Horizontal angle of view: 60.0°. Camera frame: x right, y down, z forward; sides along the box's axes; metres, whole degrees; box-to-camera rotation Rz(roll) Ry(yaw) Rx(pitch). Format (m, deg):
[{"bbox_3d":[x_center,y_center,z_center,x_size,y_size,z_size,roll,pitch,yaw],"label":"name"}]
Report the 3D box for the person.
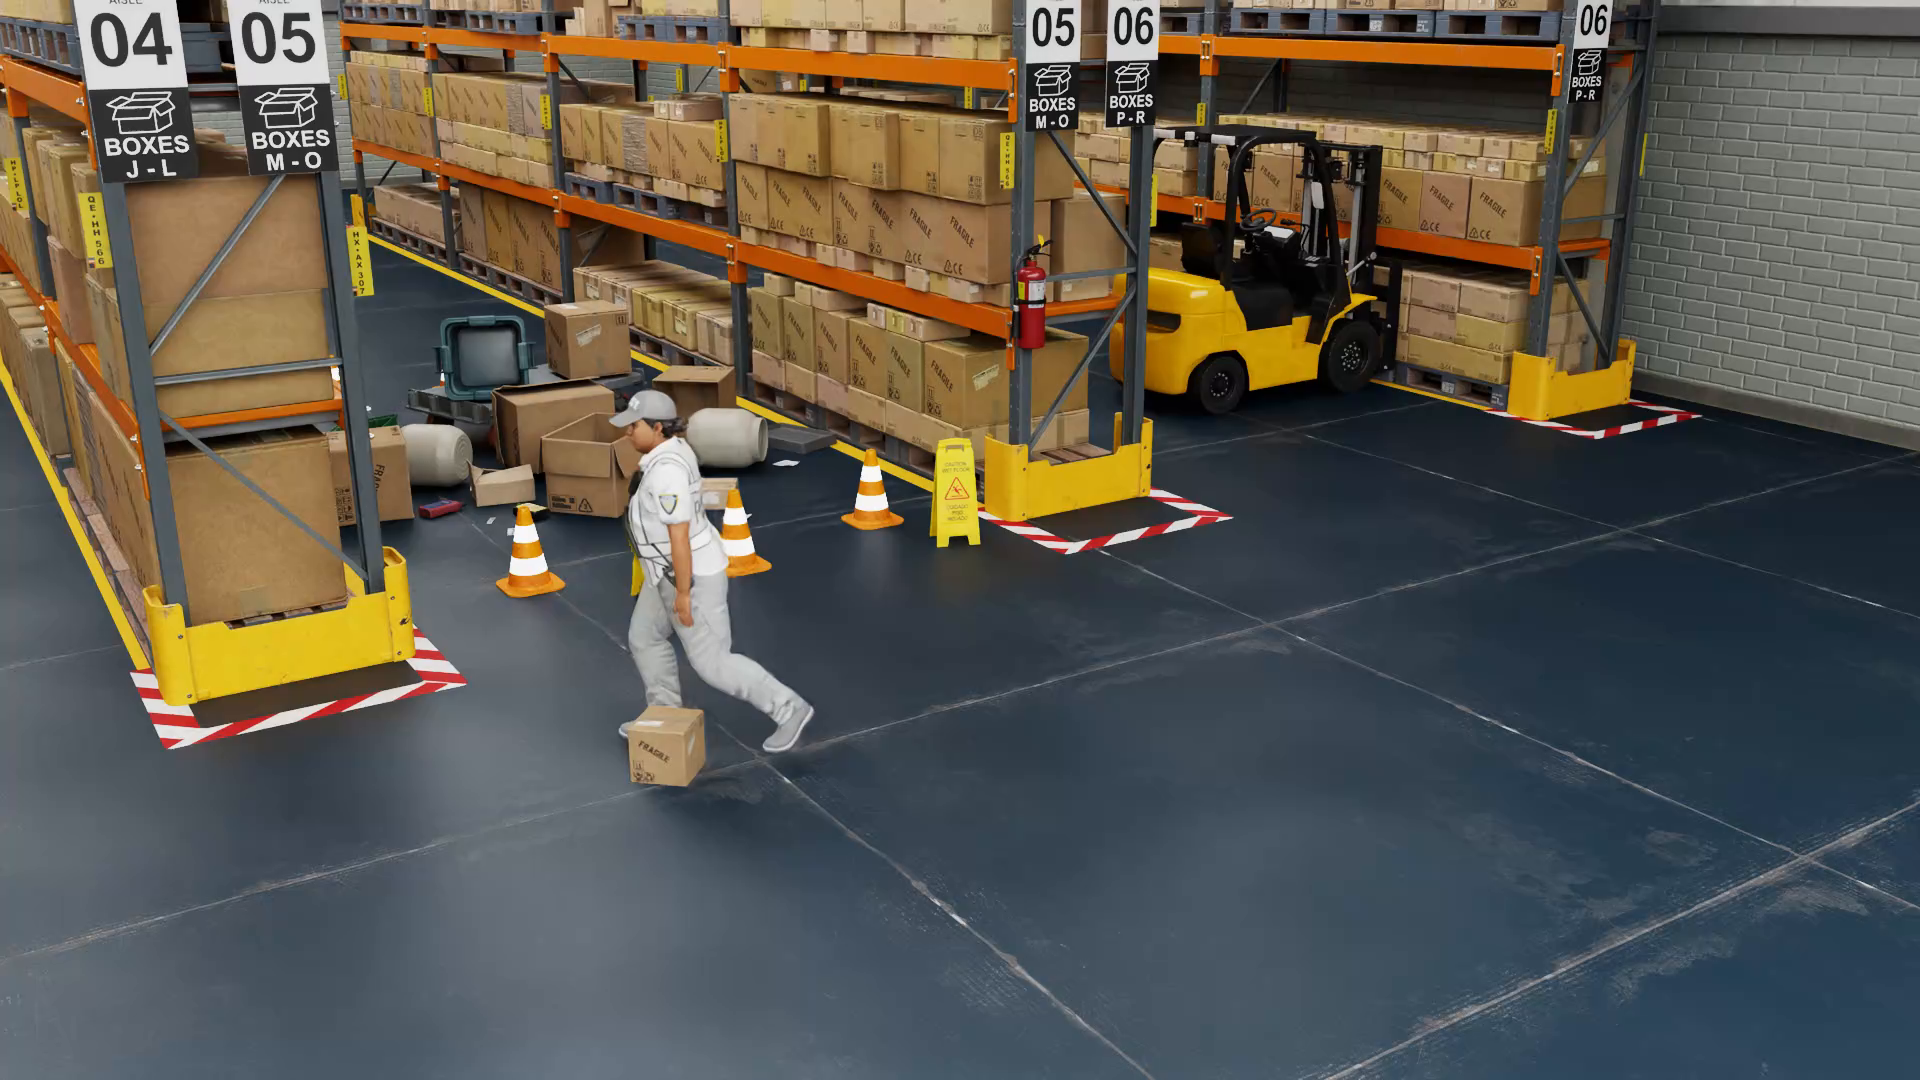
[{"bbox_3d":[-1.078,0.146,7.130,0.858,1.603,0.538,-3,18,-10],"label":"person"}]
